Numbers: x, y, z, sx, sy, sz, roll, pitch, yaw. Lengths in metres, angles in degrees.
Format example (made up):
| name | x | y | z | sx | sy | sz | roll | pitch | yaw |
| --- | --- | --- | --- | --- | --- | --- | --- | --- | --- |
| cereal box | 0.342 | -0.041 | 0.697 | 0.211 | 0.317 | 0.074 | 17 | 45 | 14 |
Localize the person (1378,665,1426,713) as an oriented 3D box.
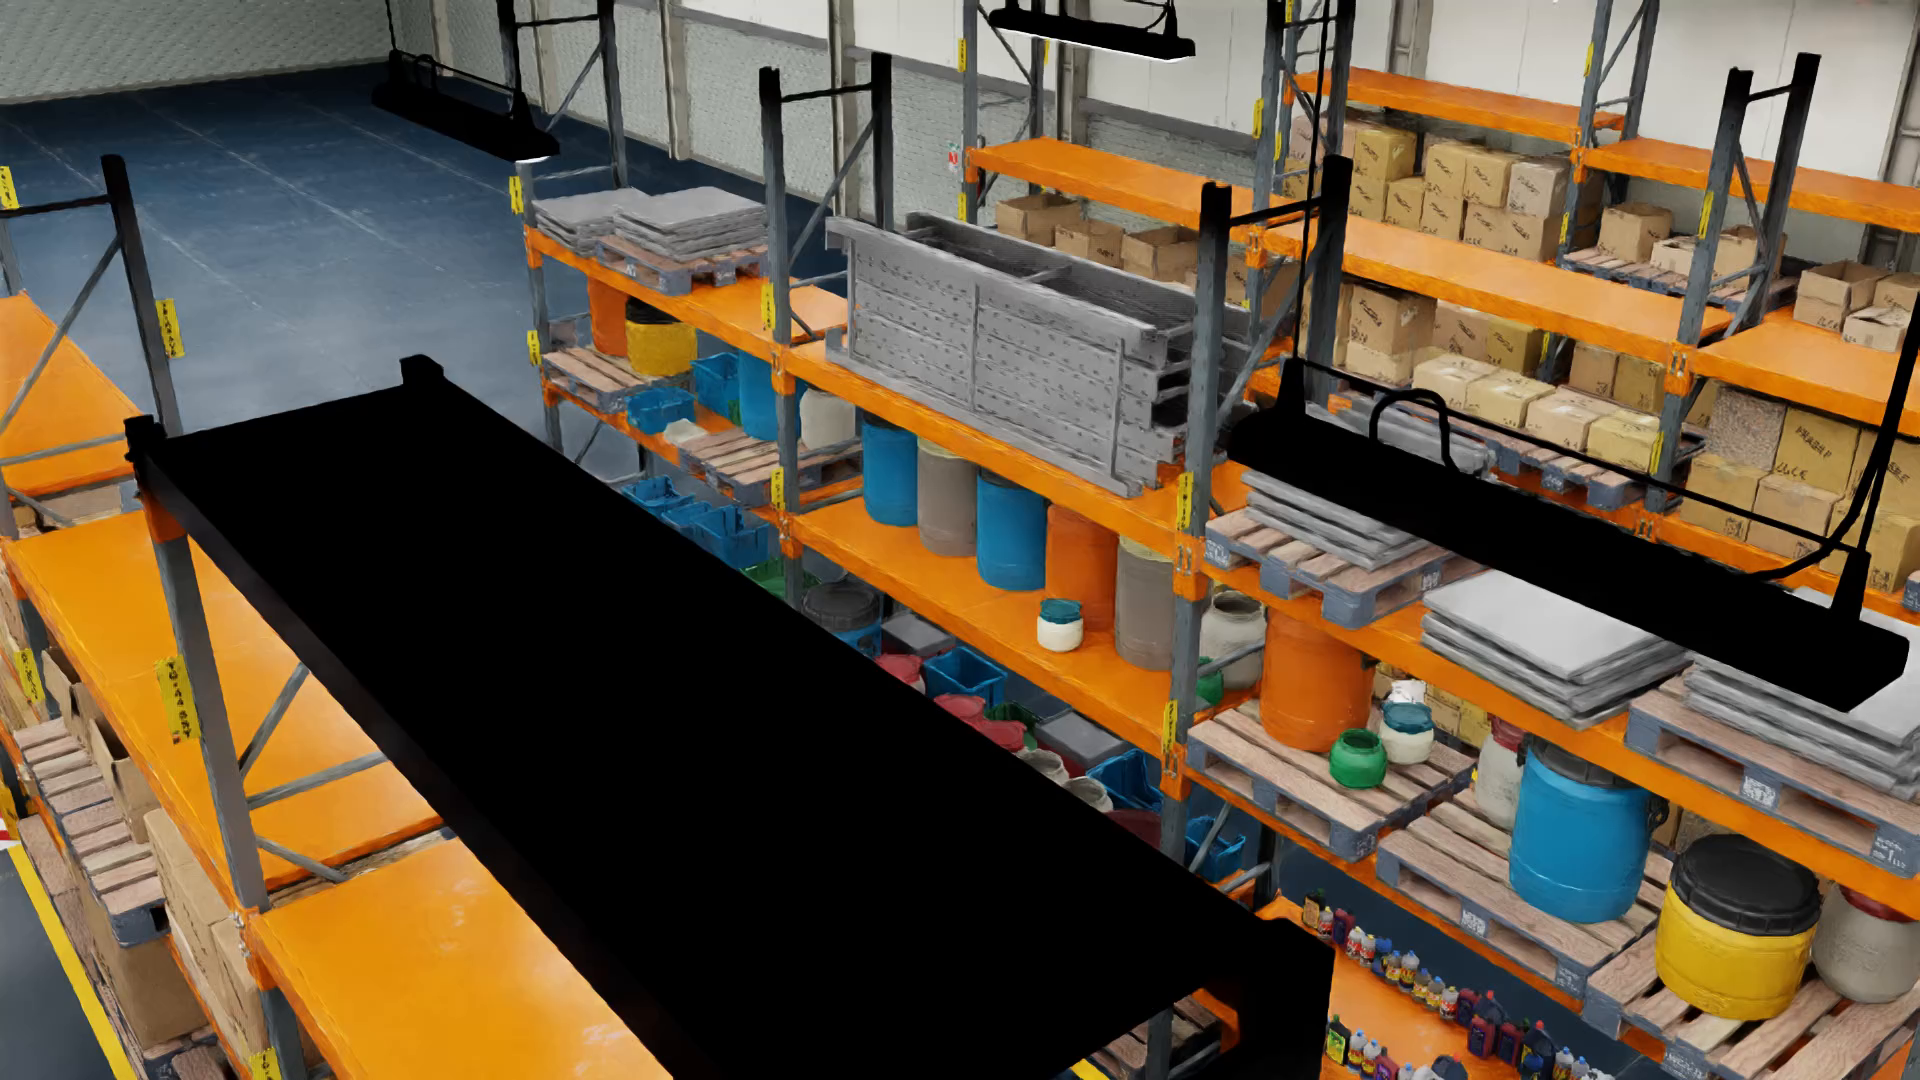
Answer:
| name | x | y | z | sx | sy | sz | roll | pitch | yaw |
| --- | --- | --- | --- | --- | --- | --- | --- | --- | --- |
| person | 3.471 | 1.573 | 13.120 | 0.994 | 1.622 | 0.482 | 22 | 33 | 37 |
